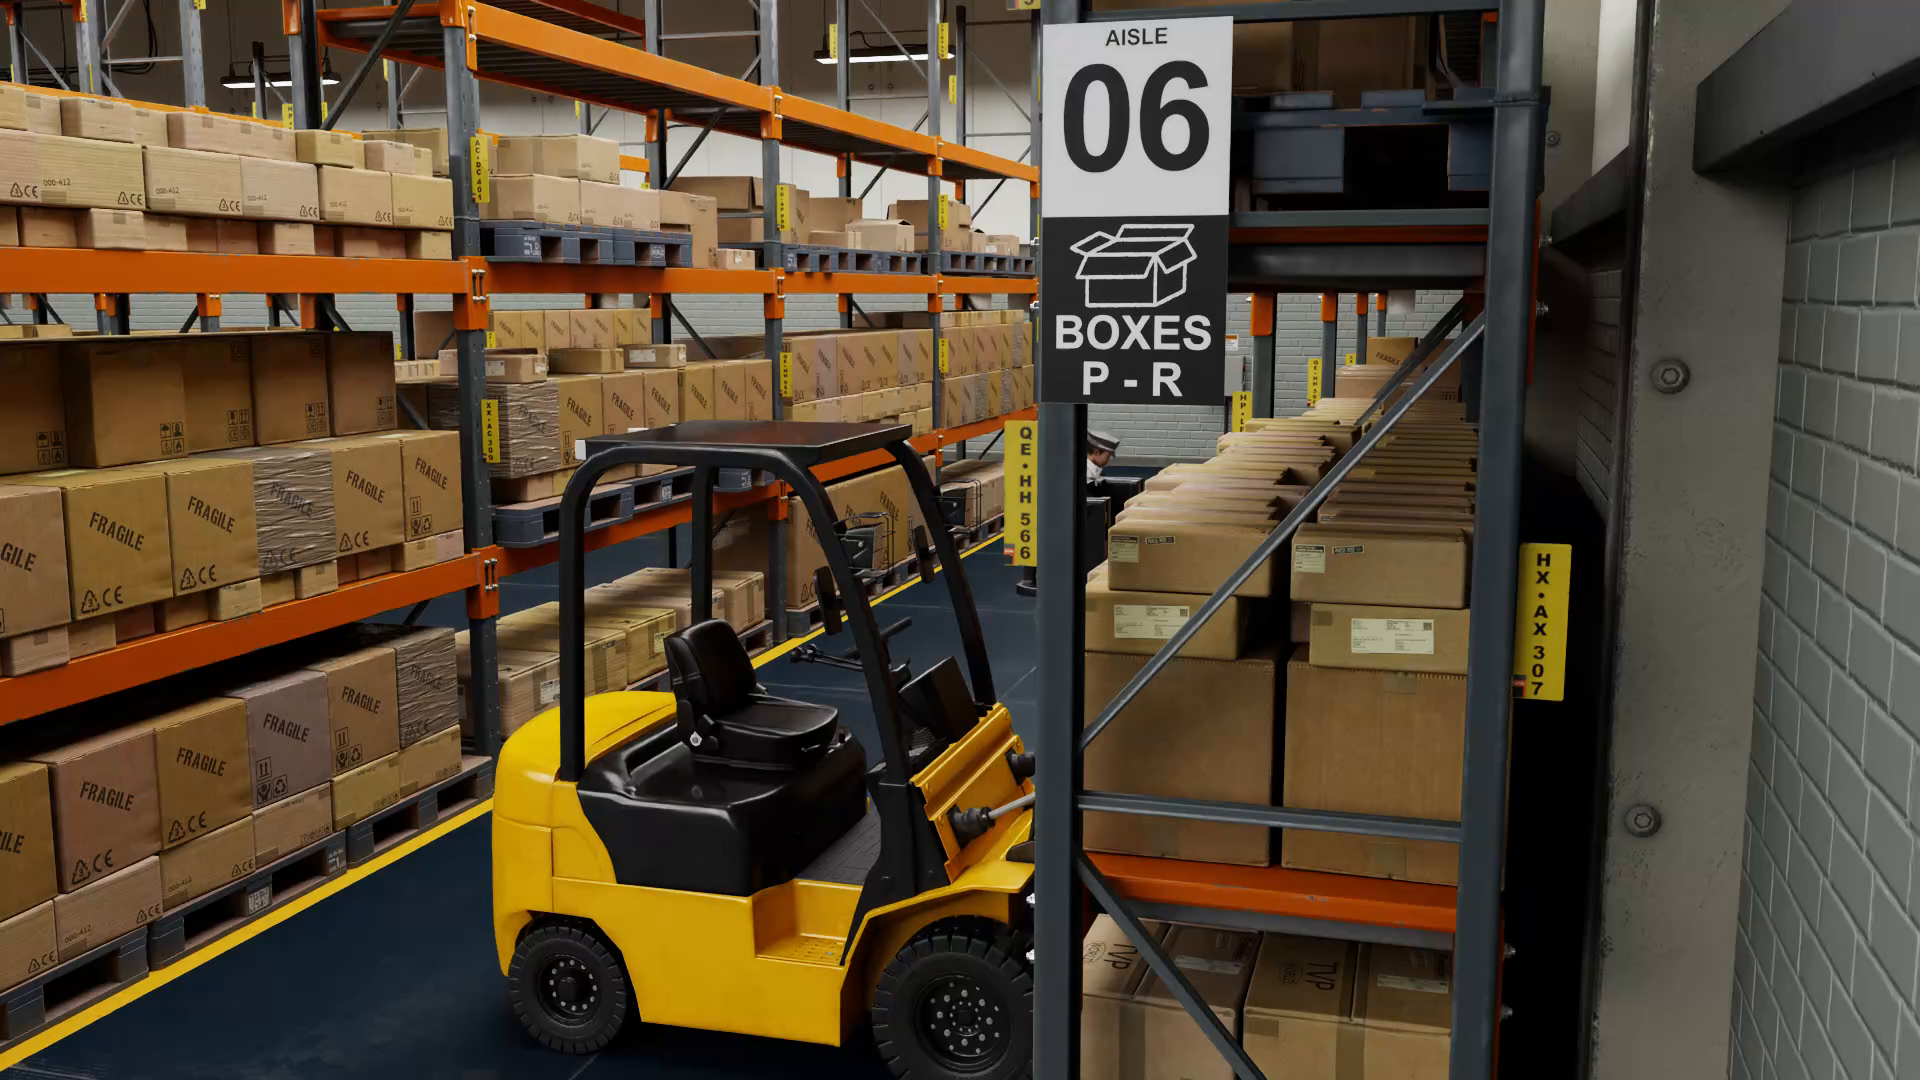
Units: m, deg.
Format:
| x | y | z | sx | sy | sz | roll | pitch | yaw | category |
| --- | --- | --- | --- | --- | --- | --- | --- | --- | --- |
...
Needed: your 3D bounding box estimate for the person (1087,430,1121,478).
| x | y | z | sx | sy | sz | roll | pitch | yaw | category |
| --- | --- | --- | --- | --- | --- | --- | --- | --- | --- |
| 0.994 | -0.020 | 12.648 | 0.442 | 1.626 | 0.500 | 3 | 9 | 18 | person |
